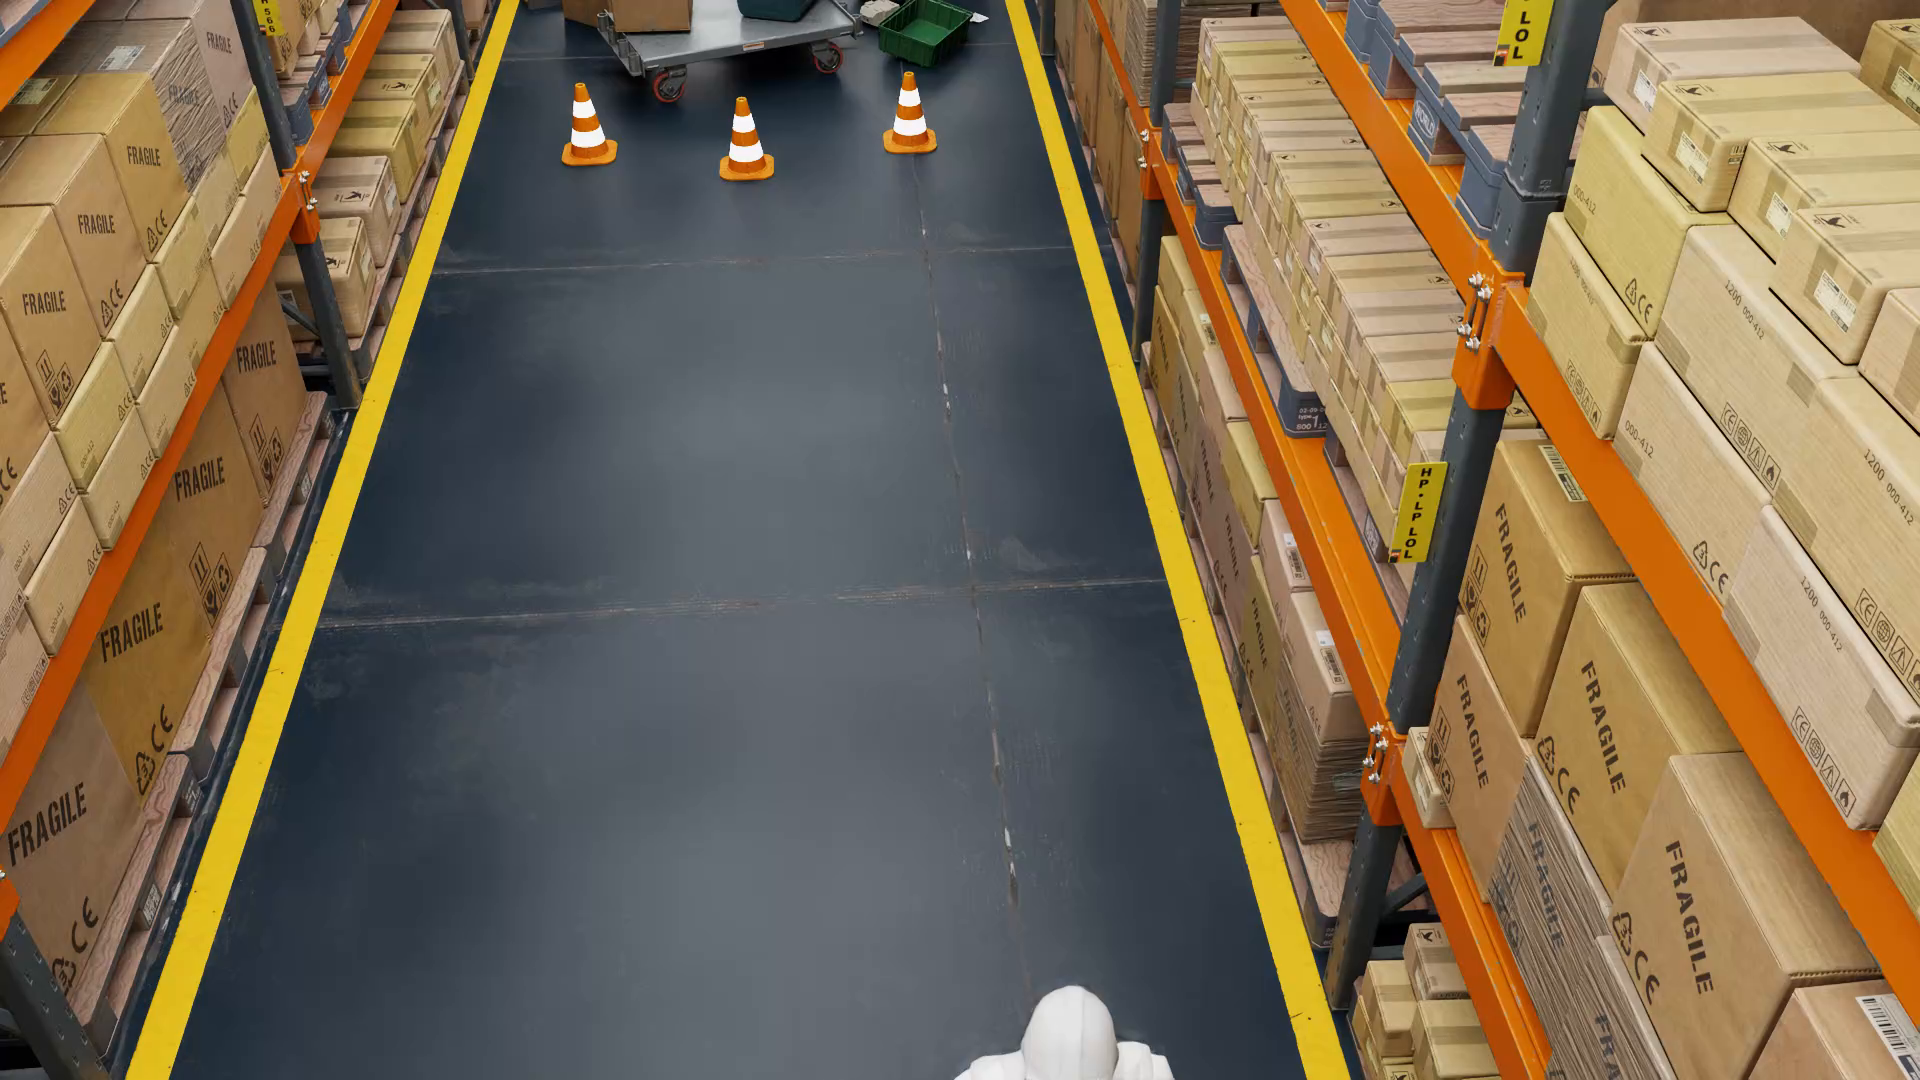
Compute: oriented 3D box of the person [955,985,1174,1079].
[{"bbox_3d":[0.246,1.687,4.045,0.653,1.798,0.549,-1,39,-1],"label":"person"}]
